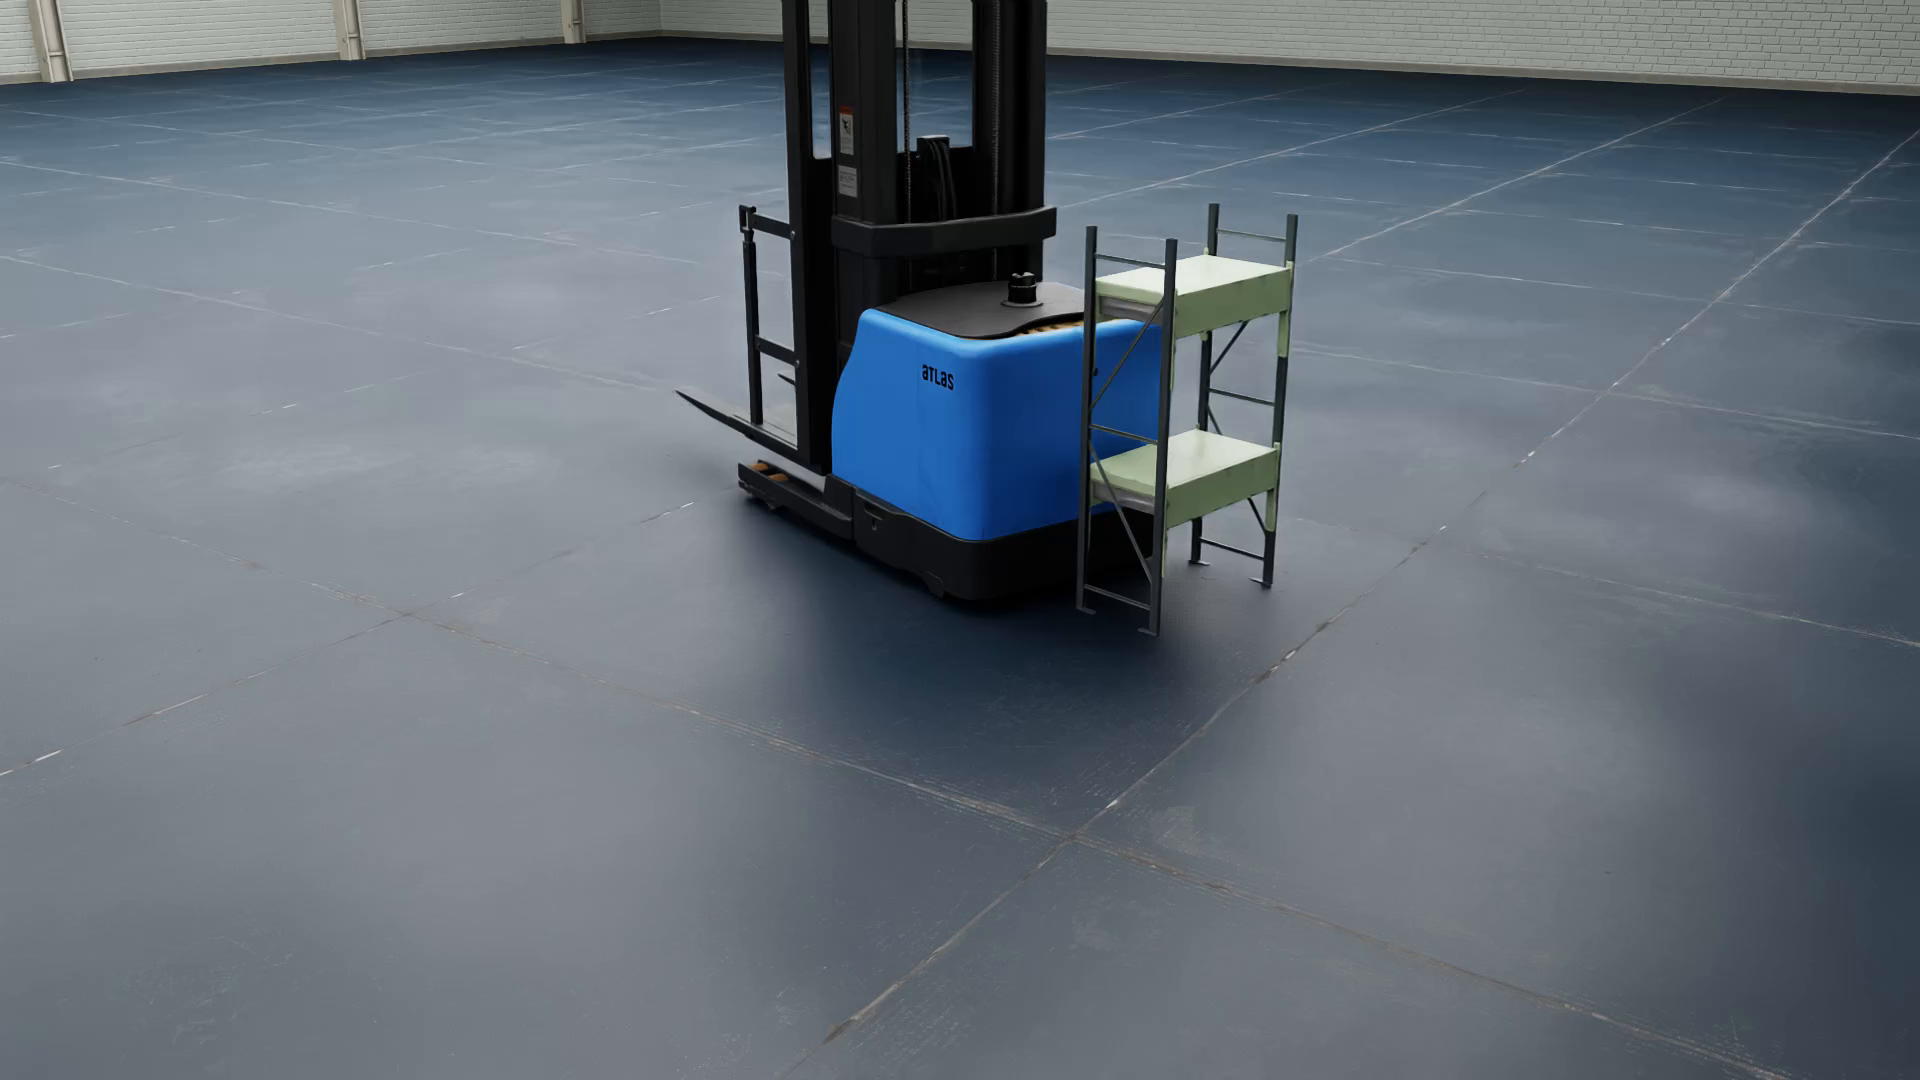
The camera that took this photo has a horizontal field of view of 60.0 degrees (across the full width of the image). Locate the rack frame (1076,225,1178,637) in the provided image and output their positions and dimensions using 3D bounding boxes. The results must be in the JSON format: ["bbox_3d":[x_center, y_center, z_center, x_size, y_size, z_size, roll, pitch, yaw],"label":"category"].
[{"bbox_3d":[0.605,-0.387,6.149,0.400,1.500,0.023,19,28,41],"label":"rack frame"}]

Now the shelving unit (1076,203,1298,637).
[{"bbox_3d":[0.864,-0.477,6.392,0.431,1.500,0.755,19,28,41],"label":"shelving unit"}]

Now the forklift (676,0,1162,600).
[{"bbox_3d":[-0.379,-1.596,7.356,1.130,2.935,3.031,-13,24,-32],"label":"forklift"}]

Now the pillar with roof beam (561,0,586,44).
[{"bbox_3d":[-5.213,-14.716,34.077,9.100,9.000,0.400,13,24,32],"label":"pillar with roof beam"}]

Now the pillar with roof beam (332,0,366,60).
[{"bbox_3d":[-8.586,-12.994,29.423,9.100,9.000,0.400,13,24,32],"label":"pillar with roof beam"}]

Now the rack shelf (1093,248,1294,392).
[{"bbox_3d":[0.864,-0.843,6.257,0.431,0.370,0.720,19,28,41],"label":"rack shelf"}]

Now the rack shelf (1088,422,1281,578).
[{"bbox_3d":[0.864,-0.171,6.505,0.431,0.370,0.720,19,28,41],"label":"rack shelf"}]

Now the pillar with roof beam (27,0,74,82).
[{"bbox_3d":[-11.959,-11.273,24.769,9.100,9.000,0.400,13,24,32],"label":"pillar with roof beam"}]

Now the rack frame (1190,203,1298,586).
[{"bbox_3d":[1.122,-0.567,6.635,0.400,1.500,0.023,19,28,41],"label":"rack frame"}]
